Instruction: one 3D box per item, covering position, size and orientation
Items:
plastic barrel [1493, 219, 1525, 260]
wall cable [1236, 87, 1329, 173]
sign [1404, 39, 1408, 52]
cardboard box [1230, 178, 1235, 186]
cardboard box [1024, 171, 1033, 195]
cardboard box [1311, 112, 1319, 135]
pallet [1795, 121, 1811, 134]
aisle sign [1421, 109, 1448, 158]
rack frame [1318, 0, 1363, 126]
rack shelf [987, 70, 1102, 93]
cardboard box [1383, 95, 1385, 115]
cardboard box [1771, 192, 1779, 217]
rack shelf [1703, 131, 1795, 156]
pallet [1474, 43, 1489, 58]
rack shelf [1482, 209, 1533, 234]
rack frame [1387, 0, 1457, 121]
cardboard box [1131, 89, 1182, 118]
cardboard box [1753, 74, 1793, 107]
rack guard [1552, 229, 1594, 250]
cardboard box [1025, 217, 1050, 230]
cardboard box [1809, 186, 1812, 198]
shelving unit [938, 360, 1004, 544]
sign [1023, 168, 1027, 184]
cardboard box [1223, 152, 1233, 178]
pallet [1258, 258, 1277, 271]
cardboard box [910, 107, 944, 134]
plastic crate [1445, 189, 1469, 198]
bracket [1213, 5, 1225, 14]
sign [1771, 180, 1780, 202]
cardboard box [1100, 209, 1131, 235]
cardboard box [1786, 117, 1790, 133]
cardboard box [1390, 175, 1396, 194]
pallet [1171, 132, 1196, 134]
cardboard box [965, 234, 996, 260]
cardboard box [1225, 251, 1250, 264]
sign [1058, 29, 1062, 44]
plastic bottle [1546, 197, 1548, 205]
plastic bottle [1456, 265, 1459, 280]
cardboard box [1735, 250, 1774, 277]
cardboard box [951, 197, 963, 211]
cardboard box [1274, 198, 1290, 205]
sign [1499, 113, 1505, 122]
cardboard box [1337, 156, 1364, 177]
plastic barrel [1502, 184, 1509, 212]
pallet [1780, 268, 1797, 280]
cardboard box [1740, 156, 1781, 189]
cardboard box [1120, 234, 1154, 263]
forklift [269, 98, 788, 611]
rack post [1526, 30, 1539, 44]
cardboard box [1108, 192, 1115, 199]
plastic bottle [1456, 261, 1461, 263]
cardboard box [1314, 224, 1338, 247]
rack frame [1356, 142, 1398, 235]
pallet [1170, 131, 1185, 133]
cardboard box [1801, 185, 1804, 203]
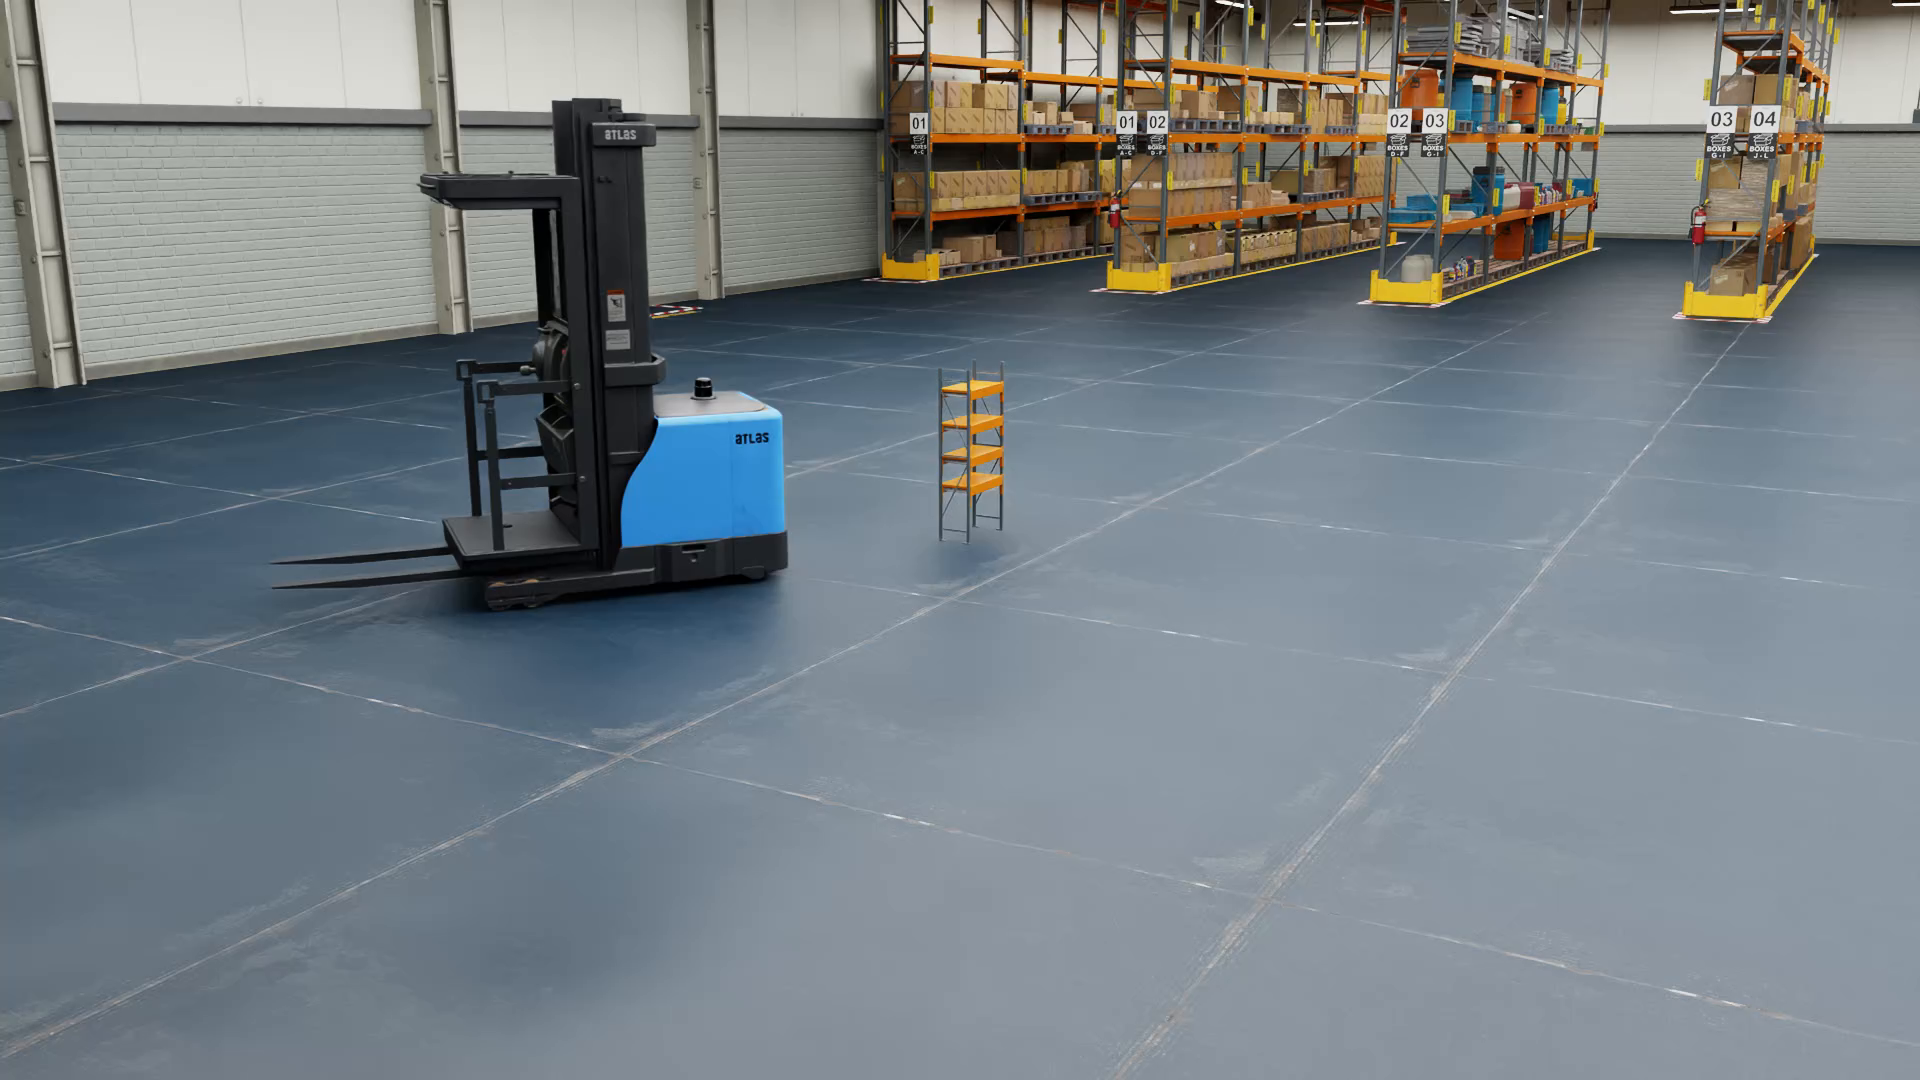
[{"bbox_3d":[11.736,-6.430,35.539,0.600,0.830,0.708,7,15,28],"label":"plastic barrel"},{"bbox_3d":[9.757,-12.469,50.679,3.097,2.526,0.112,7,15,28],"label":"wall cable"},{"bbox_3d":[11.524,-12.762,42.939,0.100,0.325,0.005,7,15,28],"label":"sign"},{"bbox_3d":[5.303,-7.204,33.416,0.380,0.149,0.250,7,15,28],"label":"cardboard box"},{"bbox_3d":[1.184,-7.843,36.515,0.700,0.500,0.500,7,15,28],"label":"cardboard box"},{"bbox_3d":[7.608,-9.445,37.698,0.910,0.500,0.500,7,15,28],"label":"cardboard box"},{"bbox_3d":[14.308,-7.278,29.323,1.213,0.211,1.003,7,15,28],"label":"pallet"},{"bbox_3d":[7.869,-6.753,27.597,0.394,0.787,0.004,7,15,28],"label":"aisle sign"},{"bbox_3d":[9.114,-11.478,39.941,1.000,3.000,0.127,7,15,28],"label":"rack frame"},{"bbox_3d":[1.875,-10.263,37.291,1.077,0.370,4.000,7,15,28],"label":"rack shelf"},{"bbox_3d":[10.498,-11.174,42.737,0.700,0.500,0.500,7,15,28],"label":"cardboard box"},{"bbox_3d":[13.219,-5.692,27.895,0.875,0.500,0.500,7,15,28],"label":"cardboard box"},{"bbox_3d":[12.950,-6.495,27.208,1.077,0.370,4.000,7,15,28],"label":"rack shelf"},{"bbox_3d":[8.618,-8.564,29.114,1.003,0.211,1.213,7,15,28],"label":"pallet"},{"bbox_3d":[10.548,-6.418,33.291,1.077,0.370,4.000,7,15,28],"label":"rack shelf"},{"bbox_3d":[7.647,-8.454,27.398,1.000,3.000,0.127,7,15,28],"label":"rack frame"},{"bbox_3d":[3.595,-7.997,30.490,0.797,0.503,0.637,9,16,32],"label":"cardboard box"},{"bbox_3d":[12.937,-7.144,26.453,0.500,0.500,0.500,7,15,28],"label":"cardboard box"},{"bbox_3d":[15.382,-7.611,42.037,1.175,0.500,0.348,7,15,28],"label":"rack guard"},{"bbox_3d":[1.708,-7.194,37.770,0.500,0.250,0.500,7,15,26],"label":"cardboard box"},{"bbox_3d":[18.485,-7.678,36.666,0.500,0.250,0.500,7,15,28],"label":"cardboard box"},{"bbox_3d":[0.080,-0.617,11.534,0.258,1.200,0.503,7,15,28],"label":"shelving unit"},{"bbox_3d":[1.387,-7.841,35.811,0.100,0.325,0.005,7,15,28],"label":"sign"},{"bbox_3d":[5.038,-7.507,33.292,0.700,0.500,0.500,7,15,28],"label":"cardboard box"},{"bbox_3d":[6.157,-5.971,35.850,1.003,0.211,1.213,7,15,28],"label":"pallet"},{"bbox_3d":[-0.645,-8.216,32.558,0.500,0.500,0.500,8,16,30],"label":"cardboard box"},{"bbox_3d":[9.547,-6.523,32.053,0.402,0.464,0.583,7,15,28],"label":"plastic crate"},{"bbox_3d":[7.368,-15.135,47.432,0.235,0.232,0.430,7,15,28],"label":"bracket"},{"bbox_3d":[12.458,-5.335,25.417,0.100,0.325,0.005,7,15,28],"label":"sign"},{"bbox_3d":[3.742,-7.775,41.074,0.750,0.750,0.750,7,15,28],"label":"cardboard box"},{"bbox_3d":[13.176,-6.746,27.035,0.500,0.250,0.500,8,16,30],"label":"cardboard box"},{"bbox_3d":[11.070,-9.308,43.527,0.500,0.500,0.500,8,16,30],"label":"cardboard box"},{"bbox_3d":[5.771,-10.953,44.353,1.003,0.211,1.213,7,15,28],"label":"pallet"},{"bbox_3d":[0.442,-6.261,35.500,0.500,0.500,0.500,6,15,24],"label":"cardboard box"},{"bbox_3d":[5.659,-5.842,34.336,0.500,0.250,0.500,7,15,27],"label":"cardboard box"},{"bbox_3d":[2.355,-11.811,38.992,0.100,0.325,0.005,7,15,28],"label":"sign"},{"bbox_3d":[12.911,-7.505,36.686,0.097,0.201,0.097,0,14,0],"label":"plastic bottle"},{"bbox_3d":[8.962,-4.832,30.057,0.097,0.271,0.097,0,14,0],"label":"plastic bottle"},{"bbox_3d":[14.480,-5.015,30.328,0.700,0.500,0.500,7,15,28],"label":"cardboard box"},{"bbox_3d":[-0.273,-6.769,33.487,0.500,0.250,0.500,7,15,26],"label":"cardboard box"},{"bbox_3d":[6.987,-7.402,36.374,0.380,0.149,0.250,7,15,28],"label":"cardboard box"},{"bbox_3d":[10.057,-7.756,30.885,0.100,0.325,0.005,7,15,28],"label":"sign"},{"bbox_3d":[9.588,-9.161,40.784,0.500,0.500,0.500,8,16,29],"label":"cardboard box"},{"bbox_3d":[10.590,-6.746,32.825,0.433,0.535,0.433,0,14,0],"label":"plastic barrel"},{"bbox_3d":[16.298,-5.415,33.544,1.003,0.211,1.213,7,15,28],"label":"pallet"},{"bbox_3d":[12.488,-5.737,25.950,0.500,0.500,0.500,7,15,28],"label":"cardboard box"},{"bbox_3d":[3.312,-5.475,31.213,0.500,0.500,0.500,7,15,28],"label":"cardboard box"},{"bbox_3d":[-2.654,-1.148,10.041,3.031,2.935,1.130,-6,15,-22],"label":"forklift"},{"bbox_3d":[11.806,-10.516,34.855,0.624,0.289,0.986,7,15,28],"label":"rack post"},{"bbox_3d":[3.536,-8.325,40.160,0.380,0.149,0.250,8,16,30],"label":"cardboard box"},{"bbox_3d":[9.287,-5.055,30.974,0.152,0.276,0.135,7,15,28],"label":"plastic bottle"},{"bbox_3d":[8.637,-7.223,39.488,0.500,0.500,0.500,8,16,29],"label":"cardboard box"},{"bbox_3d":[11.048,-9.382,44.048,1.000,3.000,0.127,7,15,28],"label":"rack frame"},{"bbox_3d":[5.181,-10.703,43.319,1.003,0.211,1.213,7,15,28],"label":"pallet"},{"bbox_3d":[16.816,-6.946,33.733,0.500,0.500,0.500,7,15,27],"label":"cardboard box"}]
